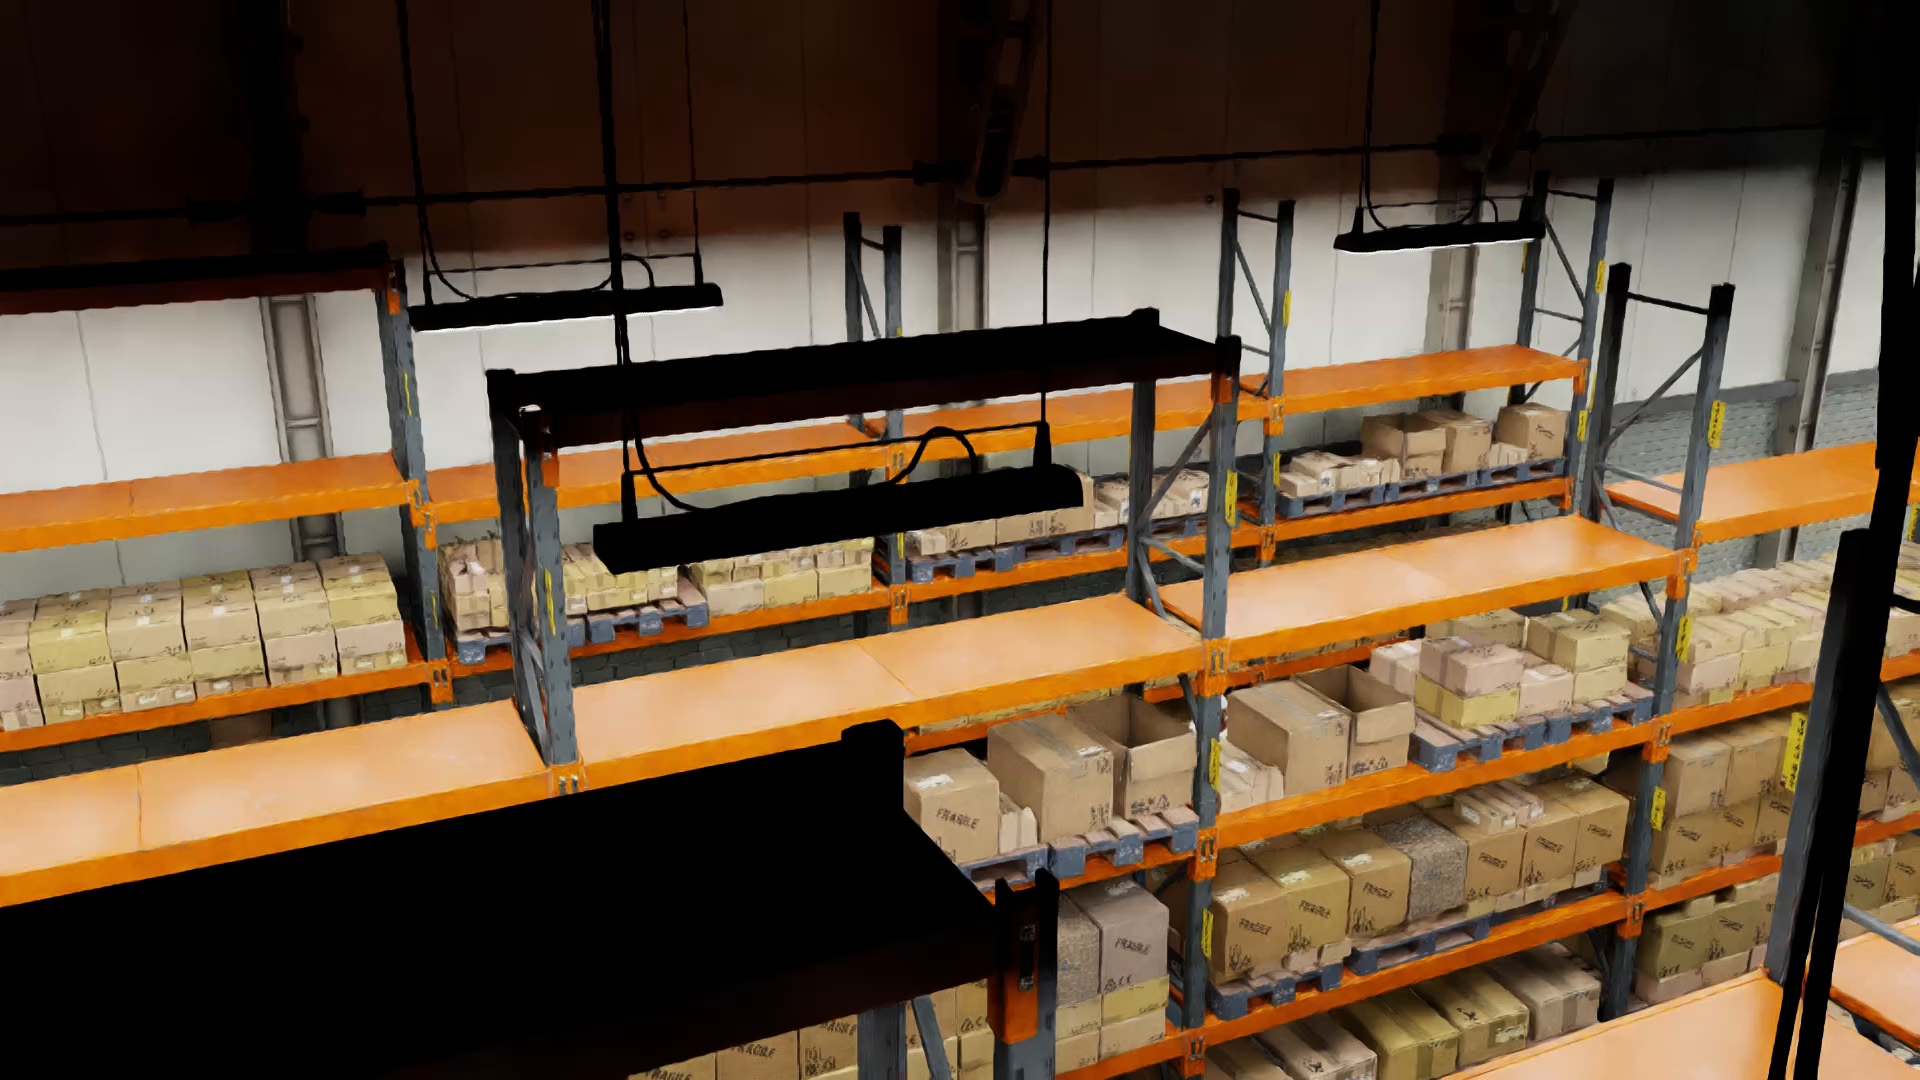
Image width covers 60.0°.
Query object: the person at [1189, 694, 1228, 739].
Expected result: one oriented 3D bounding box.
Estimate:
[{"bbox_3d":[2.329,2.240,15.427,0.676,1.763,0.579,0,19,1],"label":"person"}]
